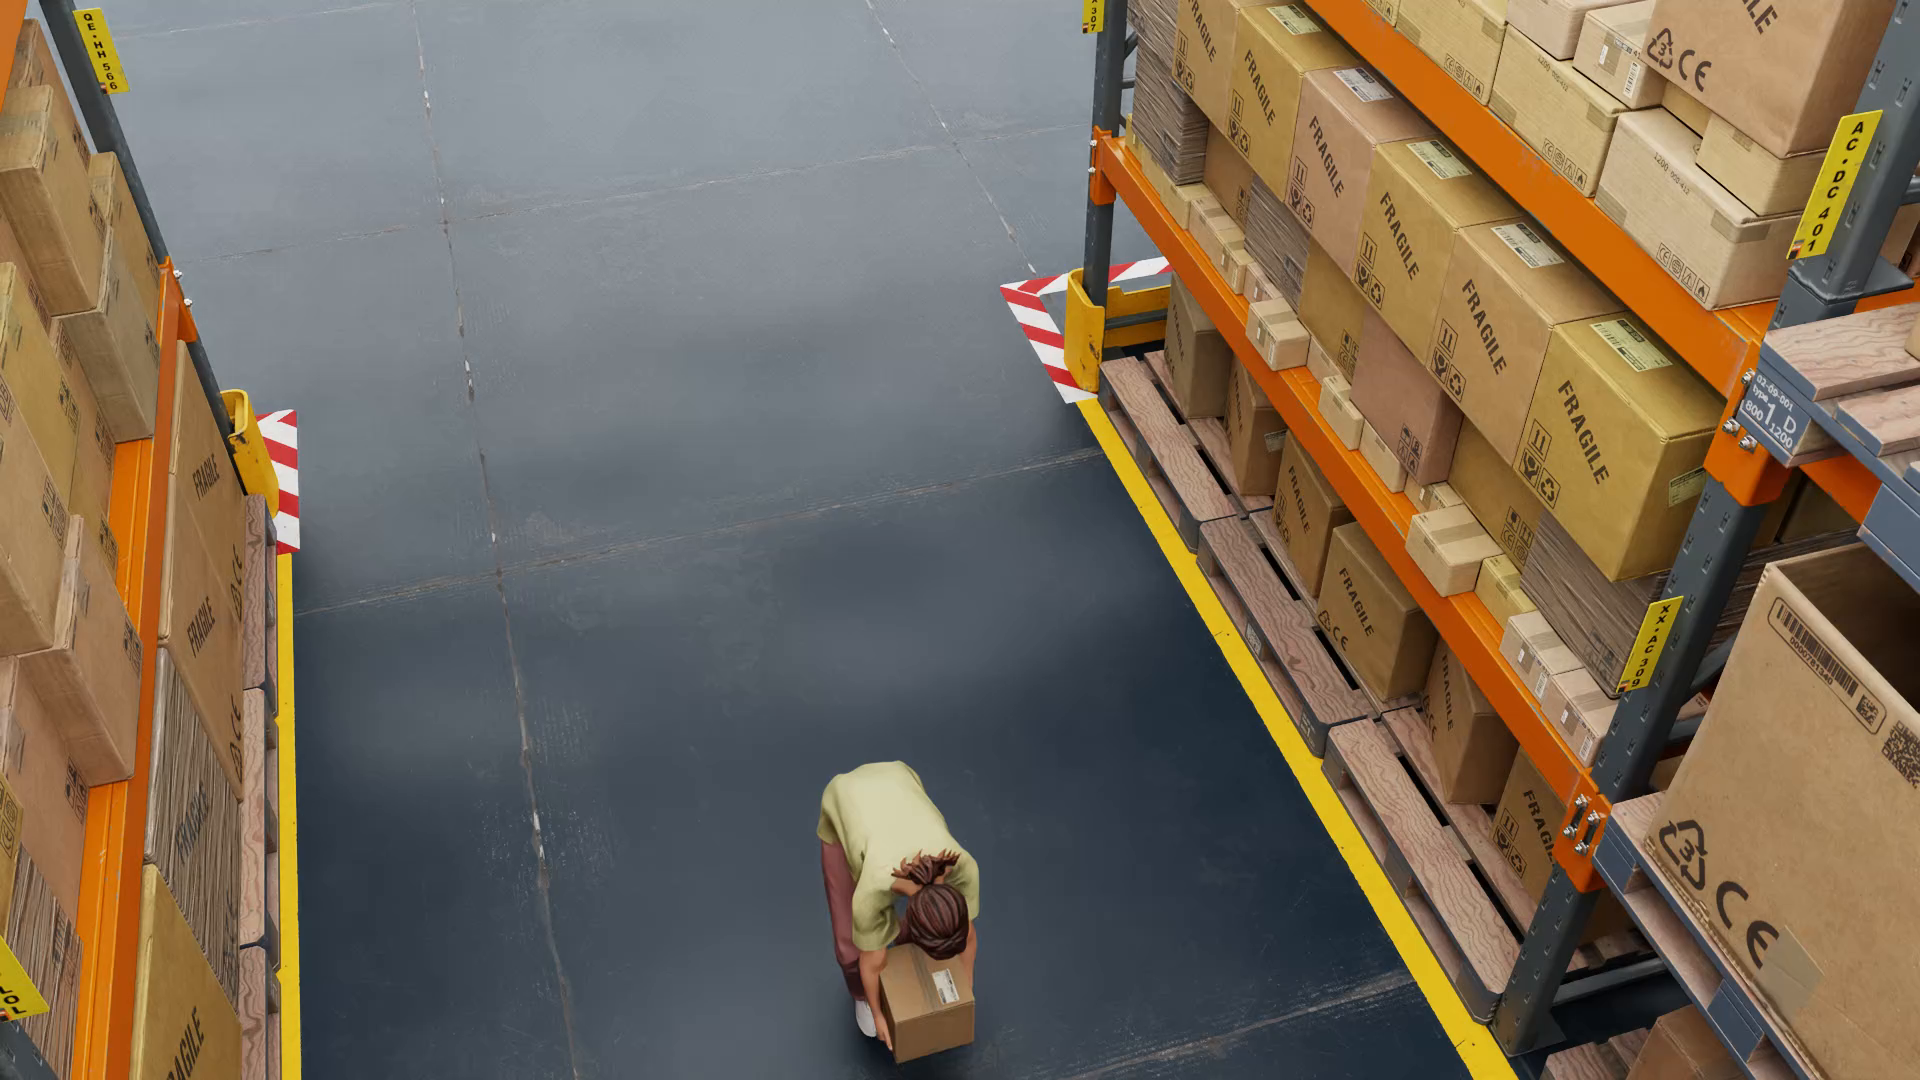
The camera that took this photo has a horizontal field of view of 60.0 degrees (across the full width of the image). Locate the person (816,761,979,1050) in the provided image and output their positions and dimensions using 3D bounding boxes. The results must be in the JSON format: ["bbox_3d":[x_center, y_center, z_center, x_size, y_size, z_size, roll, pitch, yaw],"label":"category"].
[{"bbox_3d":[-0.169,1.217,5.211,0.435,1.162,0.846,-14,44,-14],"label":"person"}]
